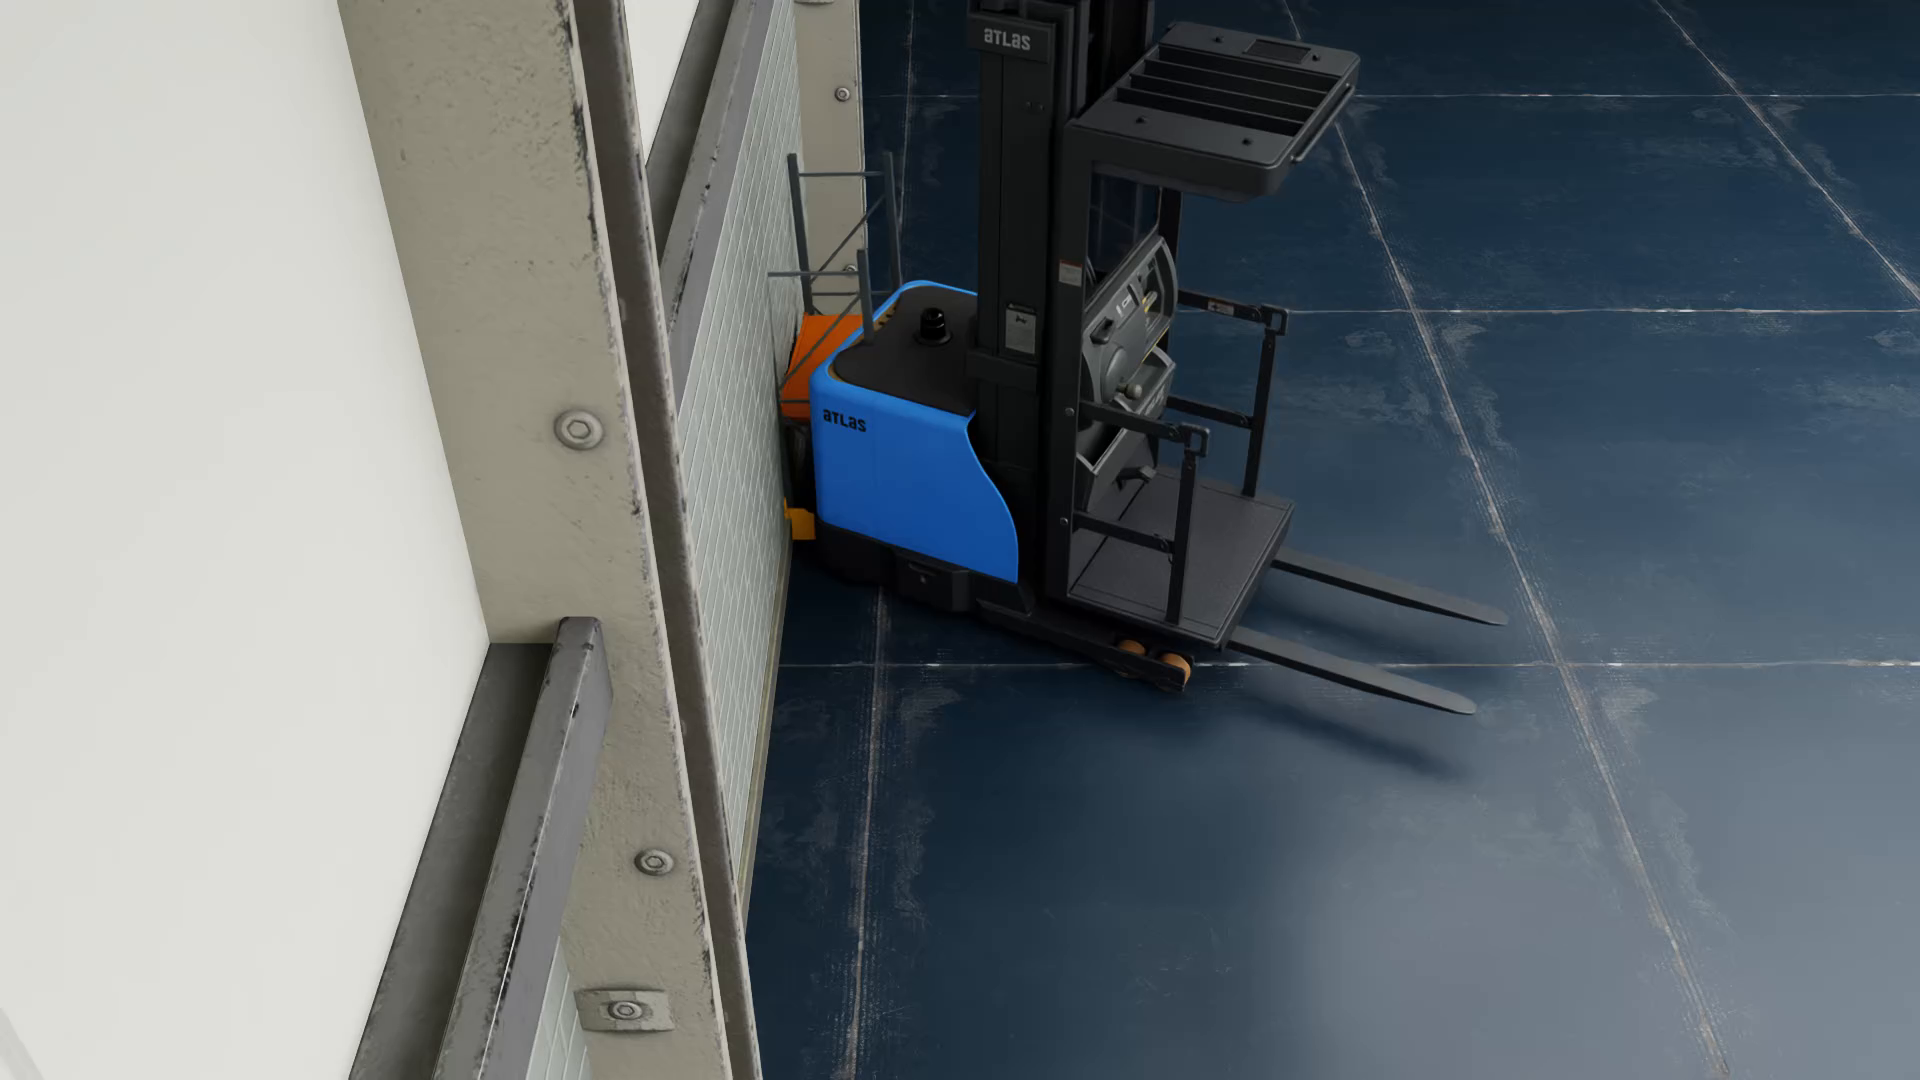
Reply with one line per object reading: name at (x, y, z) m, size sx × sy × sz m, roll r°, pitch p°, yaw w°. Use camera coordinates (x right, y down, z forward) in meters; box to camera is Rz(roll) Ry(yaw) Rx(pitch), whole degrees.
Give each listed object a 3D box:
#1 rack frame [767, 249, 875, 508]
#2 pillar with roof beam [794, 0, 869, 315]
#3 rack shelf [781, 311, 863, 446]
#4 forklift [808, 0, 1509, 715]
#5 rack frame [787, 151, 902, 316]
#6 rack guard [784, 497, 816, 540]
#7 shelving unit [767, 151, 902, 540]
rack frame at (-0.609, -0.625, 7.522) m, size 0.500 × 1.500 × 0.032 m, roll 0°, pitch 37°, yaw 5°
pillar with roof beam at (3.619, -4.841, 6.840) m, size 9.100 × 9.000 × 0.400 m, roll 0°, pitch 39°, yaw 0°
rack shelf at (-0.565, -0.784, 8.036) m, size 0.538 × 0.185 × 1.000 m, roll 0°, pitch 37°, yaw 5°
forklift at (0.880, -0.870, 6.737) m, size 3.031 × 2.935 × 1.130 m, roll 17°, pitch 42°, yaw 20°
rack frame at (-0.538, -1.231, 8.335) m, size 0.500 × 1.500 × 0.032 m, roll 0°, pitch 37°, yaw 5°
rack guard at (-0.580, -0.124, 7.895) m, size 0.587 × 0.250 × 0.087 m, roll 0°, pitch 37°, yaw 5°
shelving unit at (-0.574, -0.923, 7.922) m, size 0.587 × 1.500 × 1.083 m, roll 0°, pitch 37°, yaw 5°
